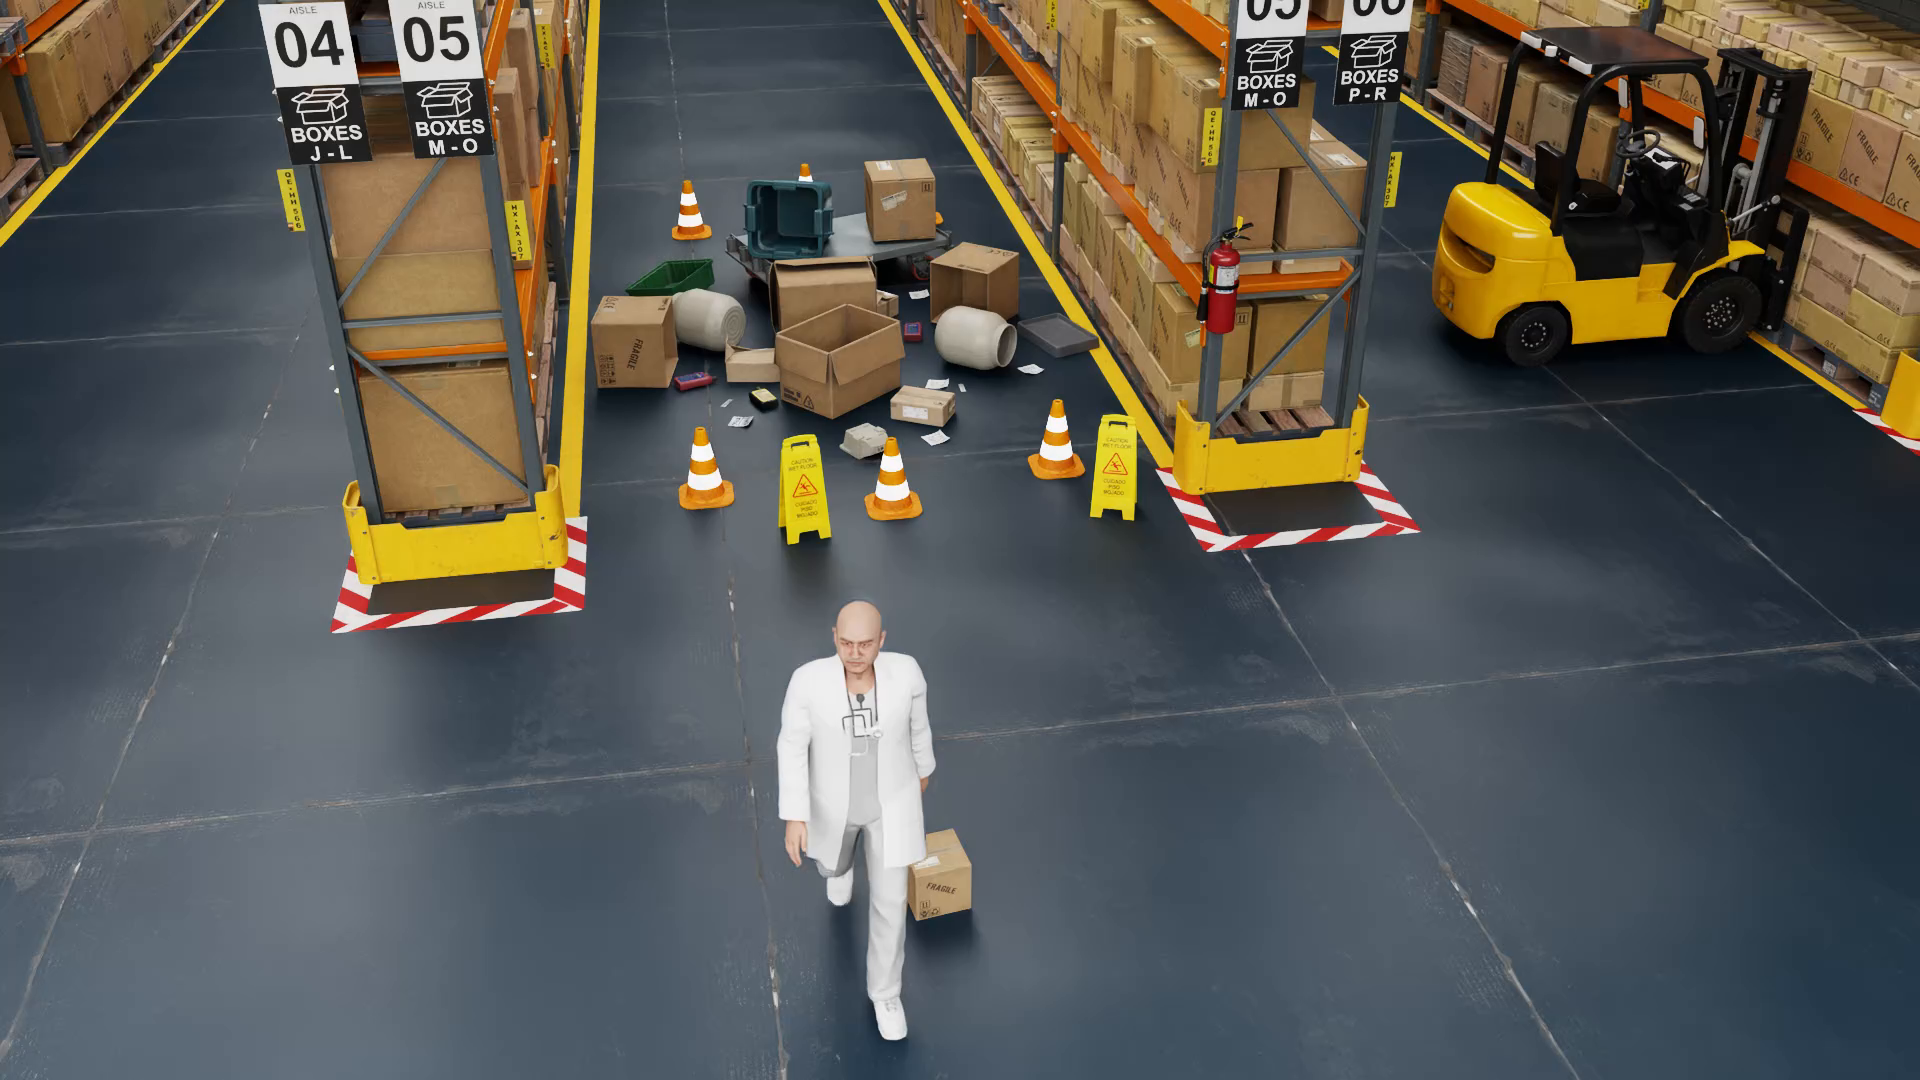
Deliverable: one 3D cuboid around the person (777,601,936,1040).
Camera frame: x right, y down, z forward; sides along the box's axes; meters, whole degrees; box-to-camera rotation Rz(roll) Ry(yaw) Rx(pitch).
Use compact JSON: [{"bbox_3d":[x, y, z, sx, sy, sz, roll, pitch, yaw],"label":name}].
[{"bbox_3d":[-0.394,0.969,6.497,0.619,1.732,1.096,-3,30,-4],"label":"person"}]
